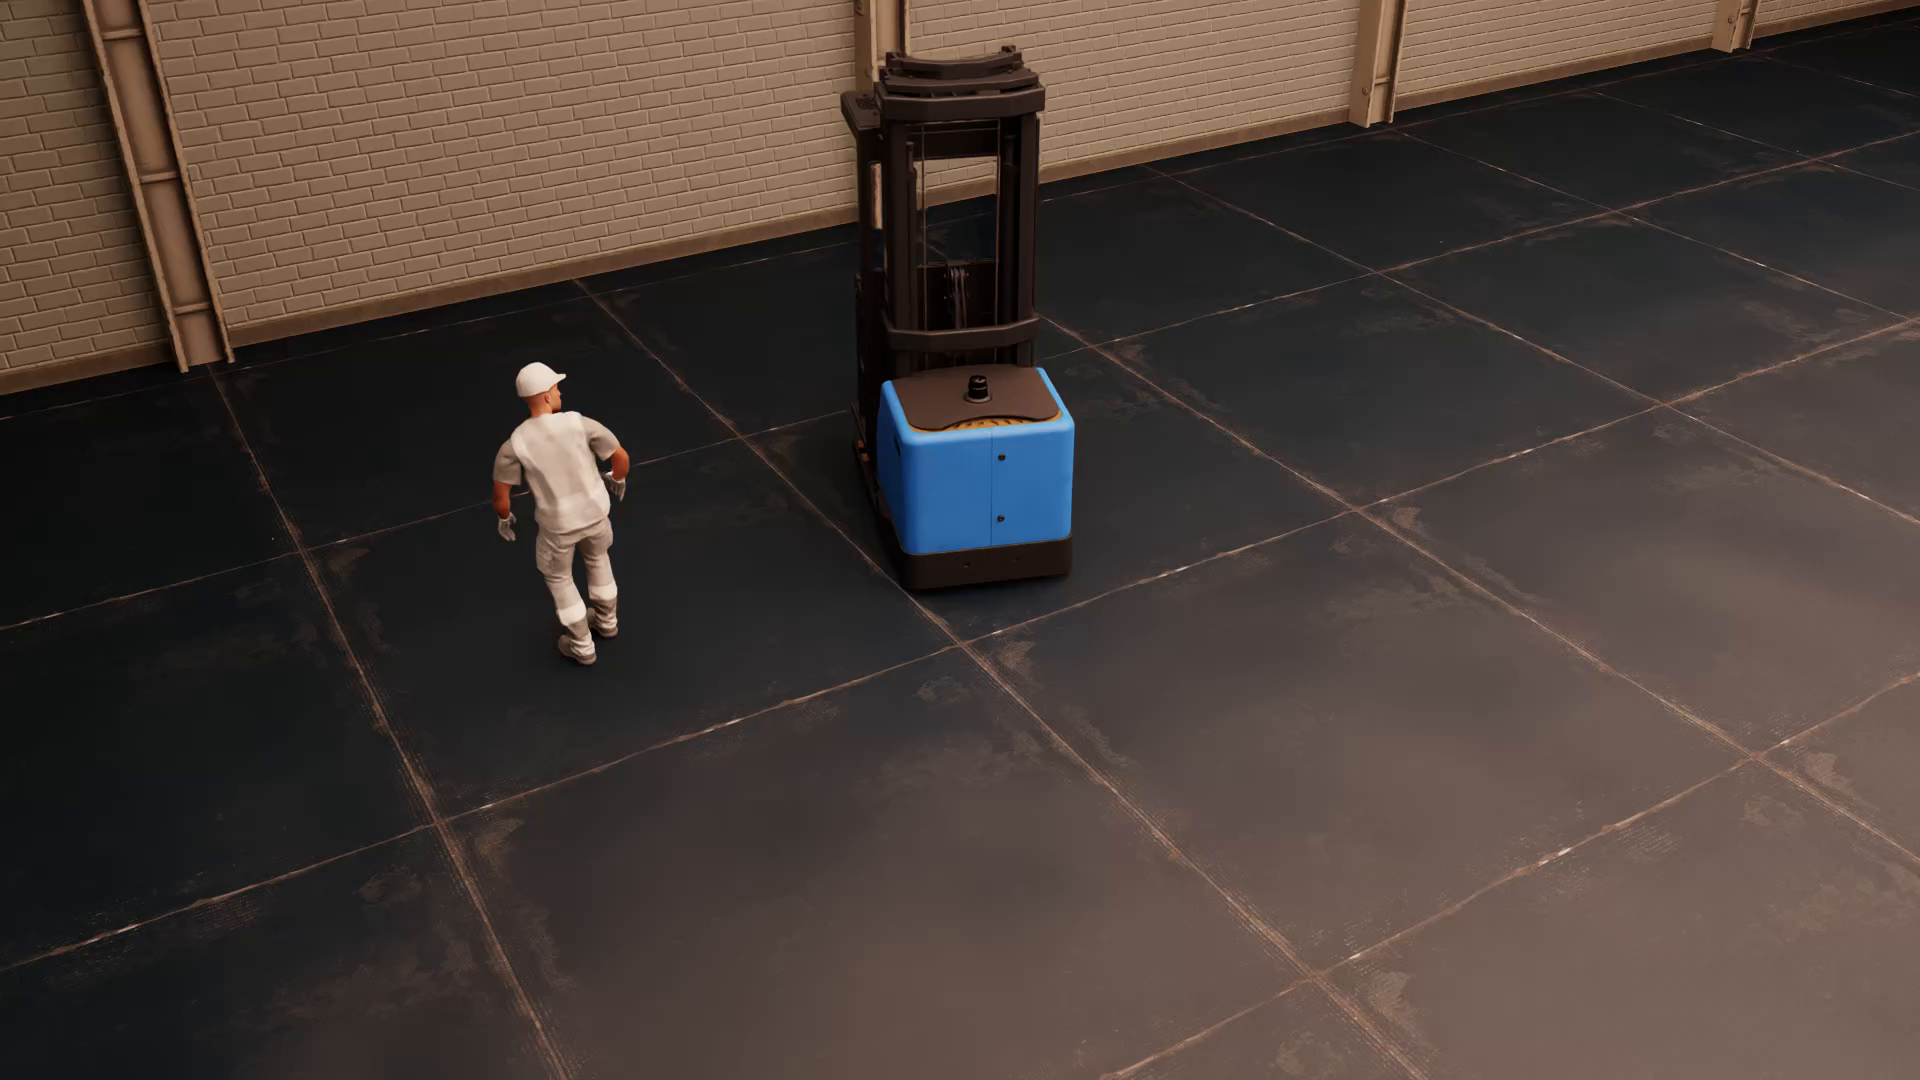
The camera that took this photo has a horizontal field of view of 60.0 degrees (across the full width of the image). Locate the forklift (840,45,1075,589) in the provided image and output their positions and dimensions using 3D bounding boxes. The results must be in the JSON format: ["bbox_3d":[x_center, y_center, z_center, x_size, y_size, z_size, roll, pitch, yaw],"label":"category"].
[{"bbox_3d":[-0.120,-1.708,10.499,1.130,2.935,3.031,-6,31,-10],"label":"forklift"}]

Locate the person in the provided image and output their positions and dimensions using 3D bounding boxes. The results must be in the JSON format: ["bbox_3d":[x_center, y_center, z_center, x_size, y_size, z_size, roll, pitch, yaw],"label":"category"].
[{"bbox_3d":[-2.168,-0.158,9.056,0.749,1.757,0.505,-17,35,-26],"label":"person"}]
